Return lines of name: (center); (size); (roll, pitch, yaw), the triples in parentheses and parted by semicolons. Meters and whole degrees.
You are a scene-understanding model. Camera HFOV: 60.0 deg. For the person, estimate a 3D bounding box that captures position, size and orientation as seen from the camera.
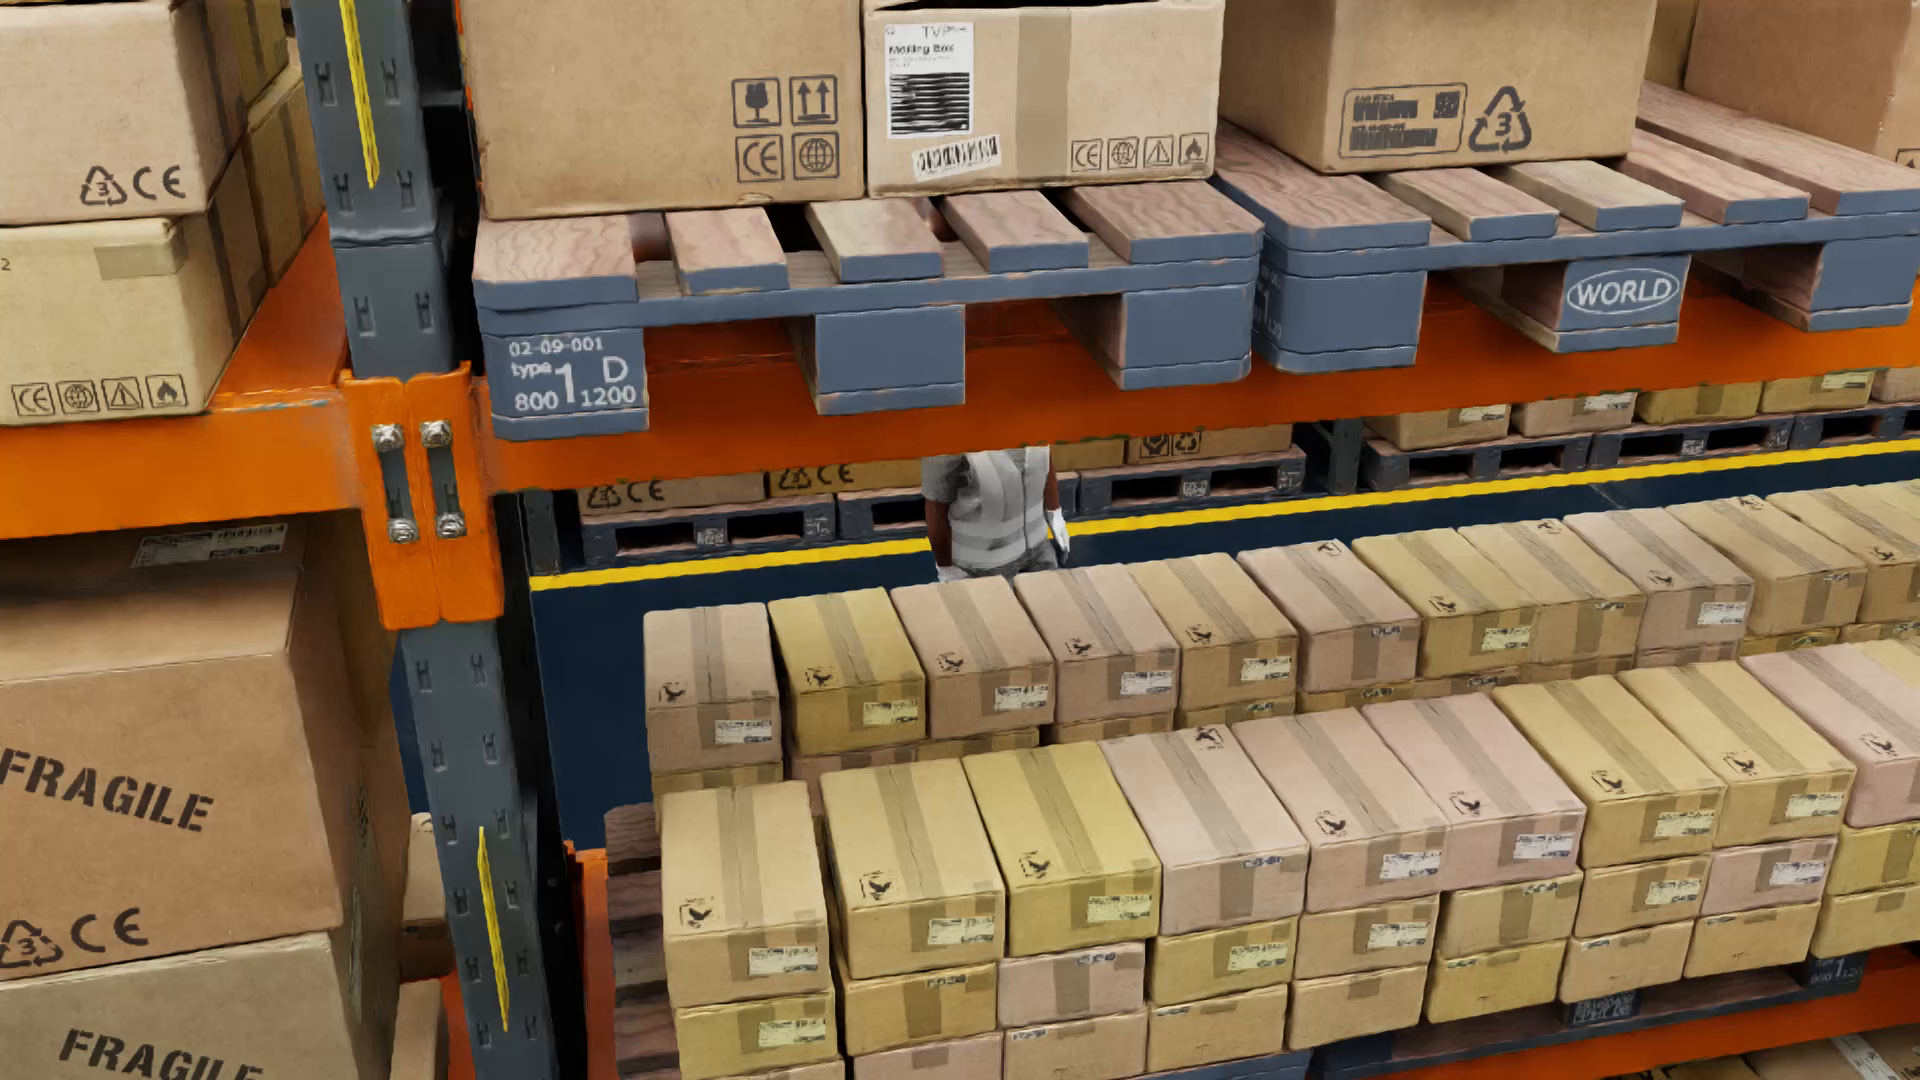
person: (0.099, 0.020, 6.087); (0.694, 1.759, 0.597); (21, 34, 36)
